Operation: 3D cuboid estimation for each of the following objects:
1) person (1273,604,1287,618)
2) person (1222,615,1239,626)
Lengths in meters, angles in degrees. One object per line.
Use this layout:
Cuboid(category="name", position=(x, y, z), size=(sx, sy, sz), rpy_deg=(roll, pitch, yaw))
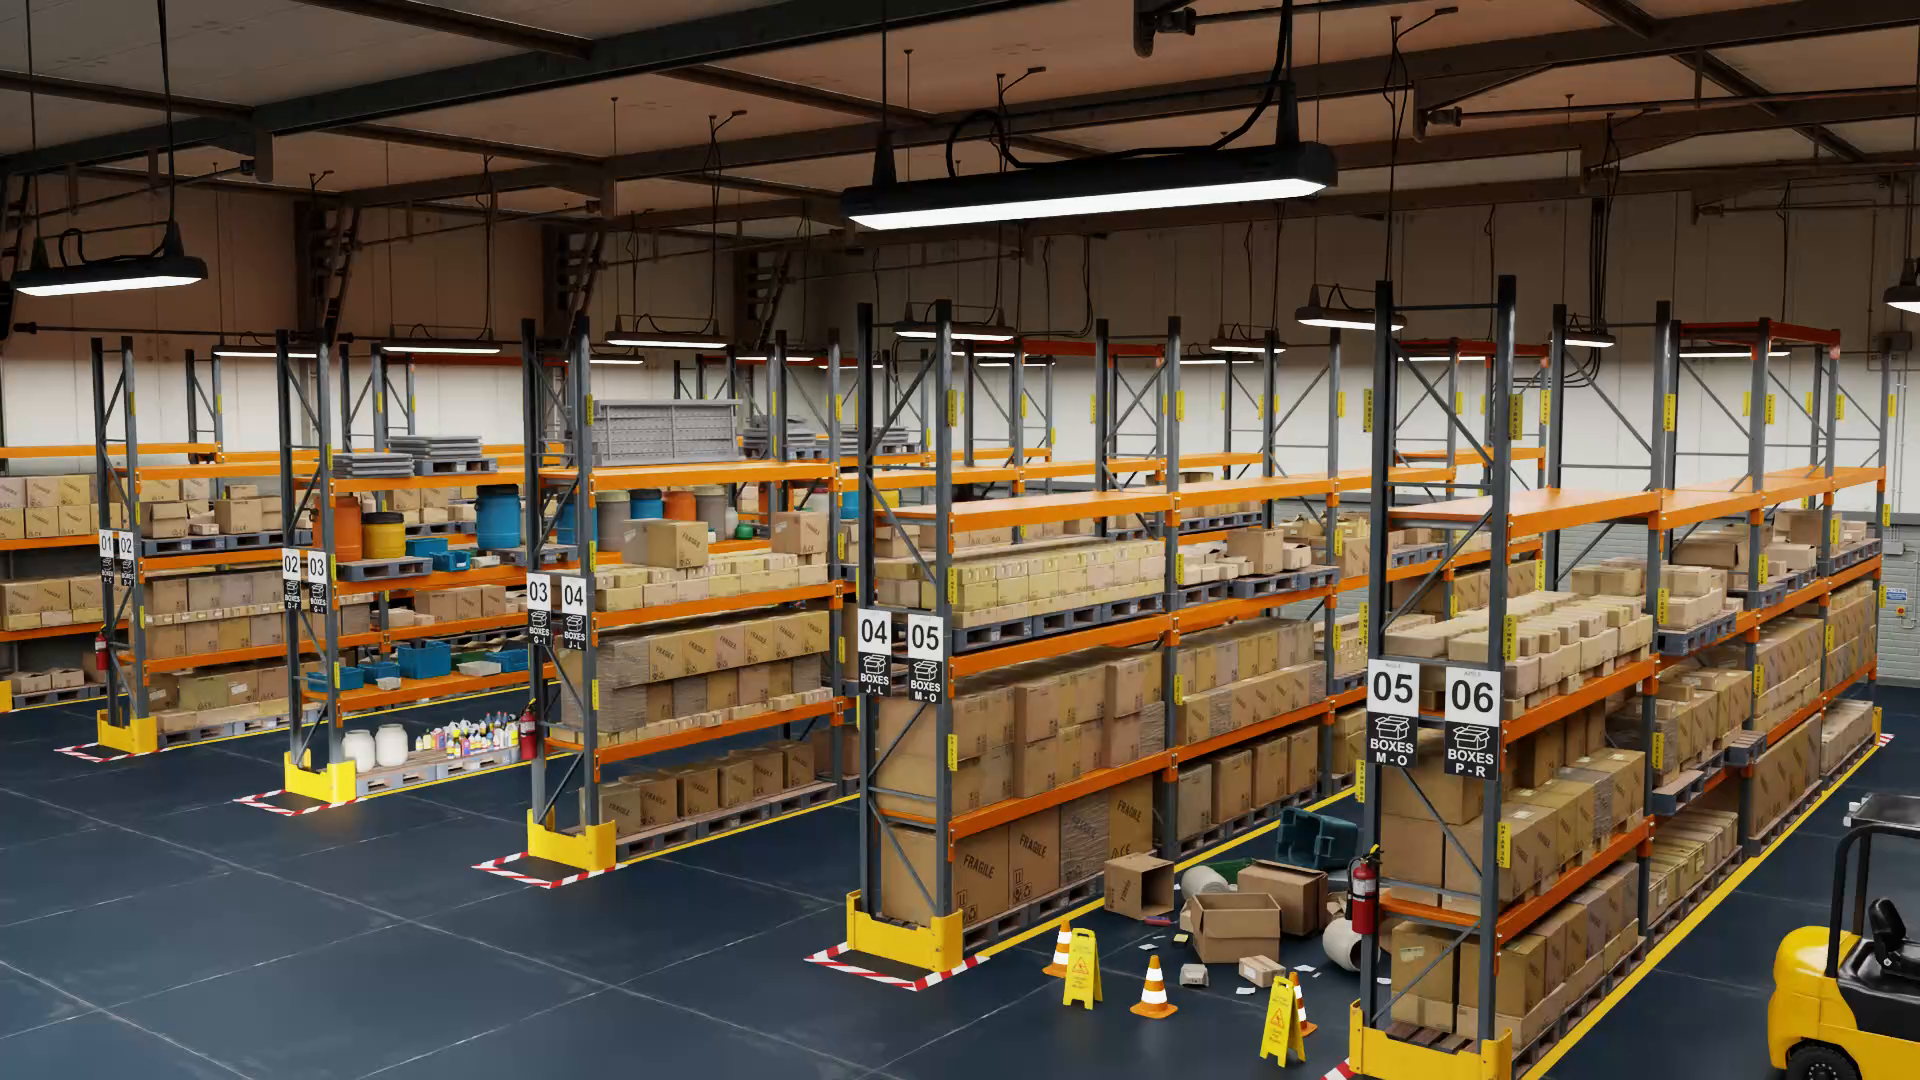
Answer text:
Cuboid(category="person", position=(6.705, 1.198, 35.470), size=(0.534, 1.749, 0.649), rpy_deg=(-4, 7, -41))
Cuboid(category="person", position=(4.480, 1.927, 27.497), size=(0.617, 1.619, 1.028), rpy_deg=(4, 6, 37))
